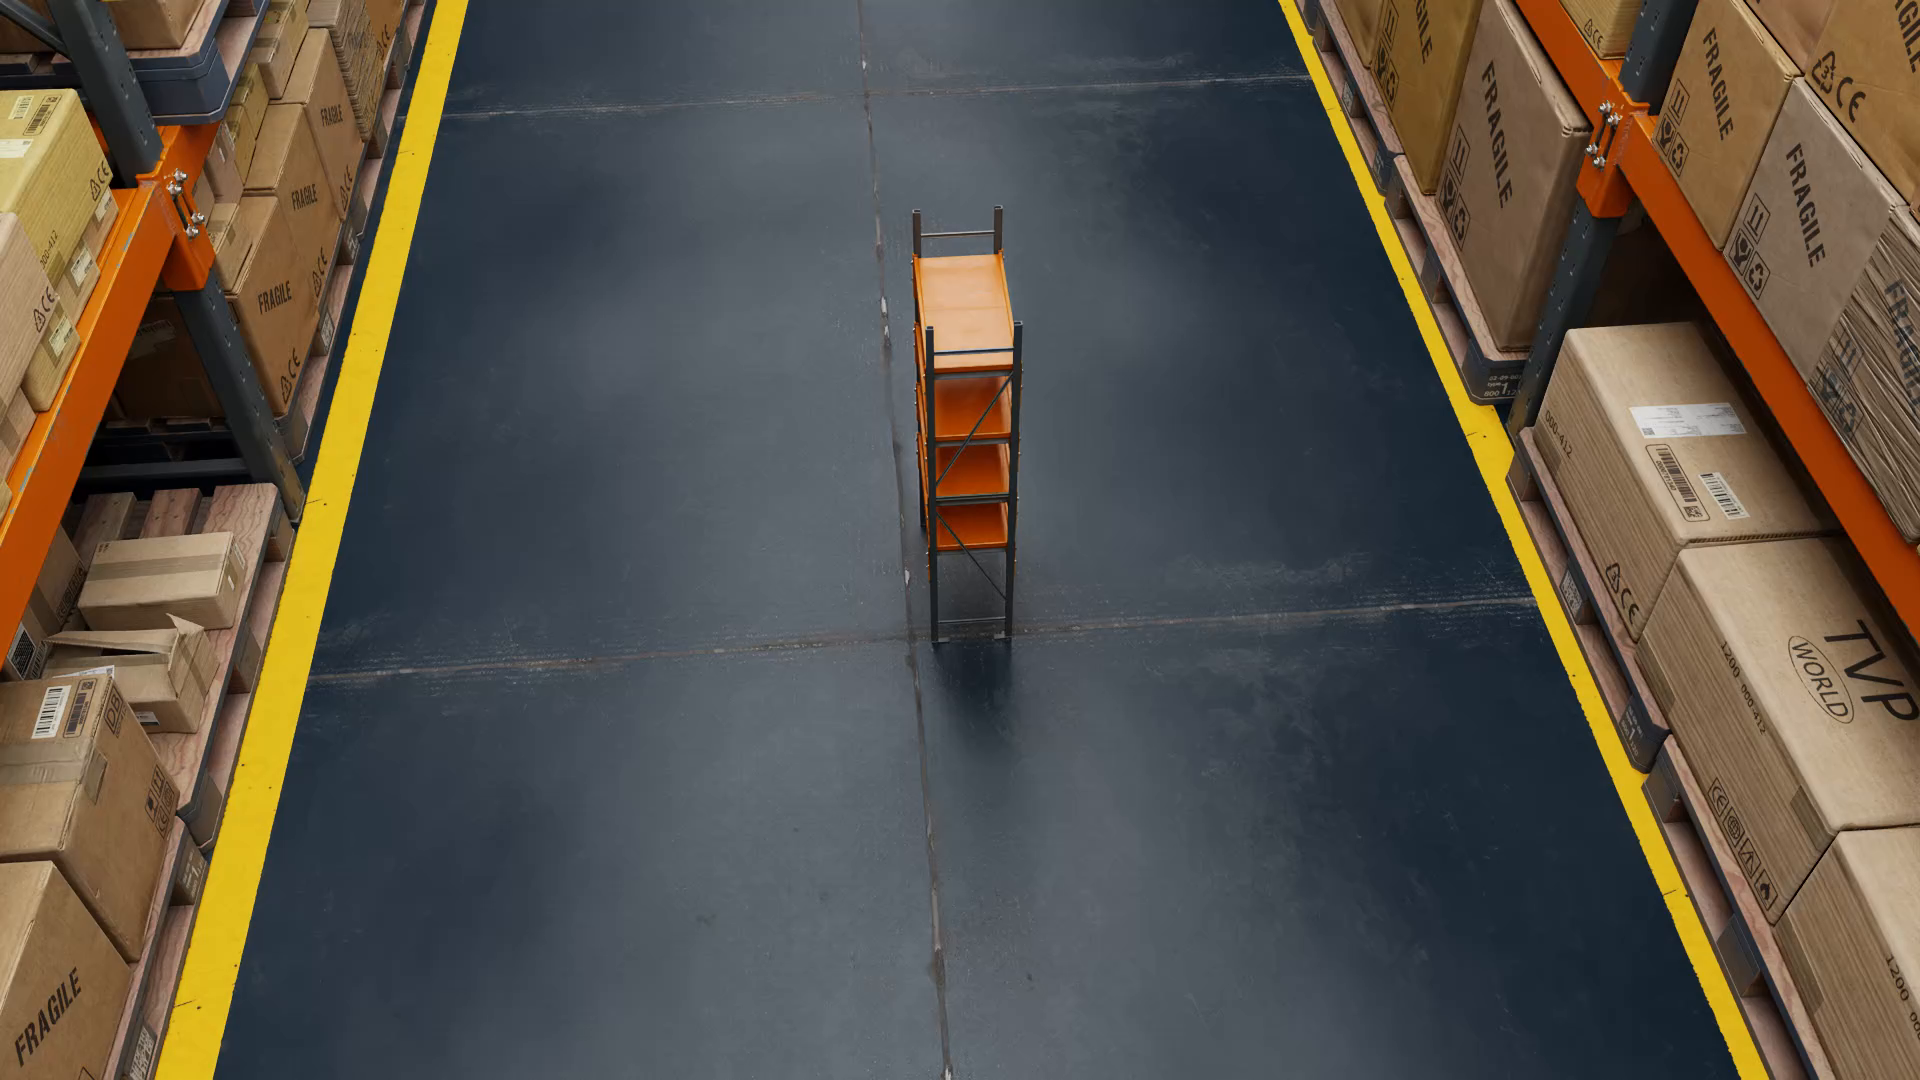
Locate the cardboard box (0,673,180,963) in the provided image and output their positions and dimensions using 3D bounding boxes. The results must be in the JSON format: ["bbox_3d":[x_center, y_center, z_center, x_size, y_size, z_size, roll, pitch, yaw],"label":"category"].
[{"bbox_3d":[-2.347,0.695,3.958,0.700,0.500,0.500,-5,47,-5],"label":"cardboard box"}]

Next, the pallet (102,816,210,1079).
[{"bbox_3d":[-2.444,1.247,3.924,1.003,0.211,1.213,-3,47,-3],"label":"pallet"}]

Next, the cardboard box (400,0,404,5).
[{"bbox_3d":[-2.660,-2.617,7.095,0.500,0.500,0.500,-4,47,-4],"label":"cardboard box"}]

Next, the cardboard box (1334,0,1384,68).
[{"bbox_3d":[2.051,-2.556,6.779,0.875,0.875,0.875,-3,47,-3],"label":"cardboard box"}]

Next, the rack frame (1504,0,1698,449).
[{"bbox_3d":[2.340,-1.398,4.508,1.000,3.000,0.127,-3,47,-3],"label":"rack frame"}]

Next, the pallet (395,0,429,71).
[{"bbox_3d":[-2.916,-2.486,7.460,1.003,0.211,1.213,-3,47,-3],"label":"pallet"}]

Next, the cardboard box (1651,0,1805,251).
[{"bbox_3d":[2.118,-1.077,4.135,0.500,0.500,0.500,-2,47,-2],"label":"cardboard box"}]

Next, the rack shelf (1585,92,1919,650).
[{"bbox_3d":[2.508,0.296,3.399,1.077,0.370,4.000,-3,47,-3],"label":"rack shelf"}]

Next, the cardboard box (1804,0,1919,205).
[{"bbox_3d":[2.175,-1.051,3.422,0.500,0.500,0.500,-4,47,-4],"label":"cardboard box"}]

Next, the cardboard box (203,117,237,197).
[{"bbox_3d":[-2.440,-1.165,5.068,0.380,0.149,0.250,-6,47,-5],"label":"cardboard box"}]

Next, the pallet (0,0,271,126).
[{"bbox_3d":[-2.564,-1.613,4.844,1.003,0.211,1.213,-3,47,-3],"label":"pallet"}]

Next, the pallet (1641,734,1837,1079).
[{"bbox_3d":[2.431,1.000,4.157,1.003,0.211,1.213,-3,47,-3],"label":"pallet"}]

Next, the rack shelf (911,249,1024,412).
[{"bbox_3d":[0.014,-0.563,4.416,0.258,0.148,0.480,-3,47,-3],"label":"rack shelf"}]

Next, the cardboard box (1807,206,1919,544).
[{"bbox_3d":[2.192,-0.353,3.449,0.500,0.500,0.500,-3,47,-3],"label":"cardboard box"}]

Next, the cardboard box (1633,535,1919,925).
[{"bbox_3d":[2.361,0.447,4.236,0.875,0.438,0.875,-5,47,-4],"label":"cardboard box"}]

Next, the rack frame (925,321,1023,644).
[{"bbox_3d":[0.034,-0.116,4.534,0.240,1.200,0.015,-3,47,-3],"label":"rack frame"}]

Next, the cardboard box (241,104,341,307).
[{"bbox_3d":[-2.476,-1.127,5.684,0.500,0.500,0.500,-4,47,-4],"label":"cardboard box"}]

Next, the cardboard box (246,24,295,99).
[{"bbox_3d":[-2.524,-1.639,5.722,0.380,0.149,0.250,-4,47,-3],"label":"cardboard box"}]

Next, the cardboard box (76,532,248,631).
[{"bbox_3d":[-2.267,0.127,4.738,0.380,0.149,0.250,-5,47,-4],"label":"cardboard box"}]

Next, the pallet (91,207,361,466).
[{"bbox_3d":[-2.712,-0.721,5.788,1.003,0.211,1.213,-3,47,-3],"label":"pallet"}]

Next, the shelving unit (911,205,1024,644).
[{"bbox_3d":[0.014,-0.293,4.701,0.258,1.200,0.503,-3,47,-3],"label":"shelving unit"}]

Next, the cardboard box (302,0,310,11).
[{"bbox_3d":[-2.594,-2.012,6.075,0.380,0.149,0.250,-3,47,-3],"label":"cardboard box"}]

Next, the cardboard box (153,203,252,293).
[{"bbox_3d":[-2.371,-0.877,5.001,0.380,0.149,0.250,-1,47,-1],"label":"cardboard box"}]

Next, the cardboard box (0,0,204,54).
[{"bbox_3d":[-2.423,-1.636,4.376,0.700,0.500,0.500,-2,47,-2],"label":"cardboard box"}]

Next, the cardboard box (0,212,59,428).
[{"bbox_3d":[-2.263,-0.429,3.489,0.500,0.250,0.500,-3,47,-3],"label":"cardboard box"}]

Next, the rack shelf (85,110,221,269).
[{"bbox_3d":[-2.773,-2.293,5.852,1.077,0.370,4.000,-3,47,-3],"label":"rack shelf"}]

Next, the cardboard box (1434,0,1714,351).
[{"bbox_3d":[2.208,-1.256,5.547,0.875,0.875,0.875,-2,47,-2],"label":"cardboard box"}]

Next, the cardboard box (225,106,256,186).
[{"bbox_3d":[-2.504,-1.258,5.361,0.380,0.149,0.250,-6,47,-5],"label":"cardboard box"}]

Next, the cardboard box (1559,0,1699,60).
[{"bbox_3d":[2.051,-1.656,4.856,0.500,0.250,0.500,-4,47,-4],"label":"cardboard box"}]

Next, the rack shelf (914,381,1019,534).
[{"bbox_3d":[0.014,-0.247,4.750,0.258,0.148,0.480,-3,47,-3],"label":"rack shelf"}]

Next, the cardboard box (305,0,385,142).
[{"bbox_3d":[-2.551,-1.864,6.382,0.500,0.500,0.500,-5,47,-5],"label":"cardboard box"}]

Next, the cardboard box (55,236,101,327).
[{"bbox_3d":[-2.284,-0.605,3.930,0.380,0.149,0.250,-2,47,-2],"label":"cardboard box"}]

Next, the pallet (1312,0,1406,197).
[{"bbox_3d":[2.095,-1.878,6.883,1.003,0.211,1.213,-3,47,-3],"label":"pallet"}]

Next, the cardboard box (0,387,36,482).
[{"bbox_3d":[-2.243,-0.227,3.572,0.380,0.149,0.250,-2,47,-2],"label":"cardboard box"}]
